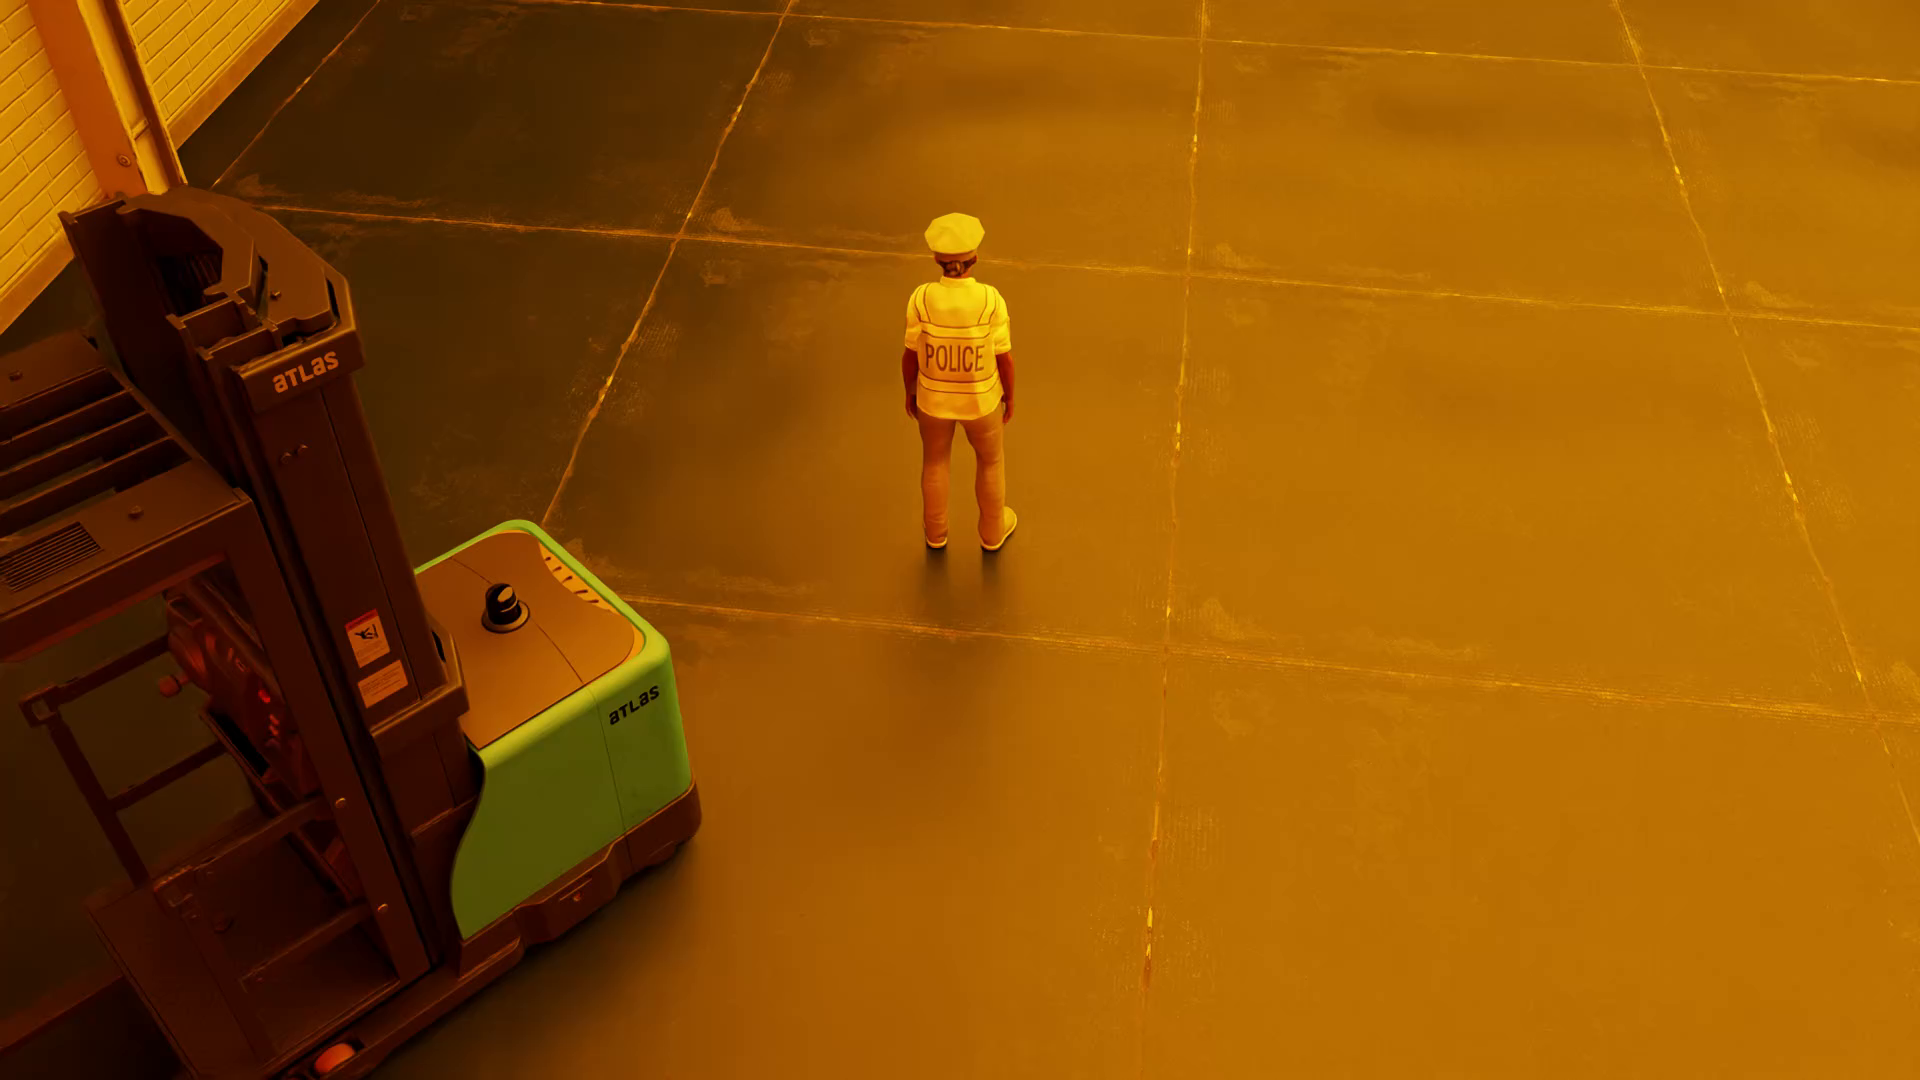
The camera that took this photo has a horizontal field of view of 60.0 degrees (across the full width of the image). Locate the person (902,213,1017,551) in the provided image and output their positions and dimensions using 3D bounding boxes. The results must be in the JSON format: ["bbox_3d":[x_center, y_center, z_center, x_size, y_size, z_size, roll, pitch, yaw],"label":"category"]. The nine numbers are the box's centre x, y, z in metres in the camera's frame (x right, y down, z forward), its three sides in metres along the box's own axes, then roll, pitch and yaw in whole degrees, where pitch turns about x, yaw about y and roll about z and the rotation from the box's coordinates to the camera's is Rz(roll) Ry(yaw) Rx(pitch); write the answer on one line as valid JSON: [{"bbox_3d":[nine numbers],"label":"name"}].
[{"bbox_3d":[0.005,-0.633,7.358,0.513,1.657,0.393,4,43,4],"label":"person"}]

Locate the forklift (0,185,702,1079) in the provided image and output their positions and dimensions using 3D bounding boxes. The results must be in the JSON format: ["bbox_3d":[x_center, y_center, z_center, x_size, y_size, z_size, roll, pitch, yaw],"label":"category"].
[{"bbox_3d":[-2.438,0.529,5.149,3.031,2.935,1.130,-33,52,-30],"label":"forklift"}]
